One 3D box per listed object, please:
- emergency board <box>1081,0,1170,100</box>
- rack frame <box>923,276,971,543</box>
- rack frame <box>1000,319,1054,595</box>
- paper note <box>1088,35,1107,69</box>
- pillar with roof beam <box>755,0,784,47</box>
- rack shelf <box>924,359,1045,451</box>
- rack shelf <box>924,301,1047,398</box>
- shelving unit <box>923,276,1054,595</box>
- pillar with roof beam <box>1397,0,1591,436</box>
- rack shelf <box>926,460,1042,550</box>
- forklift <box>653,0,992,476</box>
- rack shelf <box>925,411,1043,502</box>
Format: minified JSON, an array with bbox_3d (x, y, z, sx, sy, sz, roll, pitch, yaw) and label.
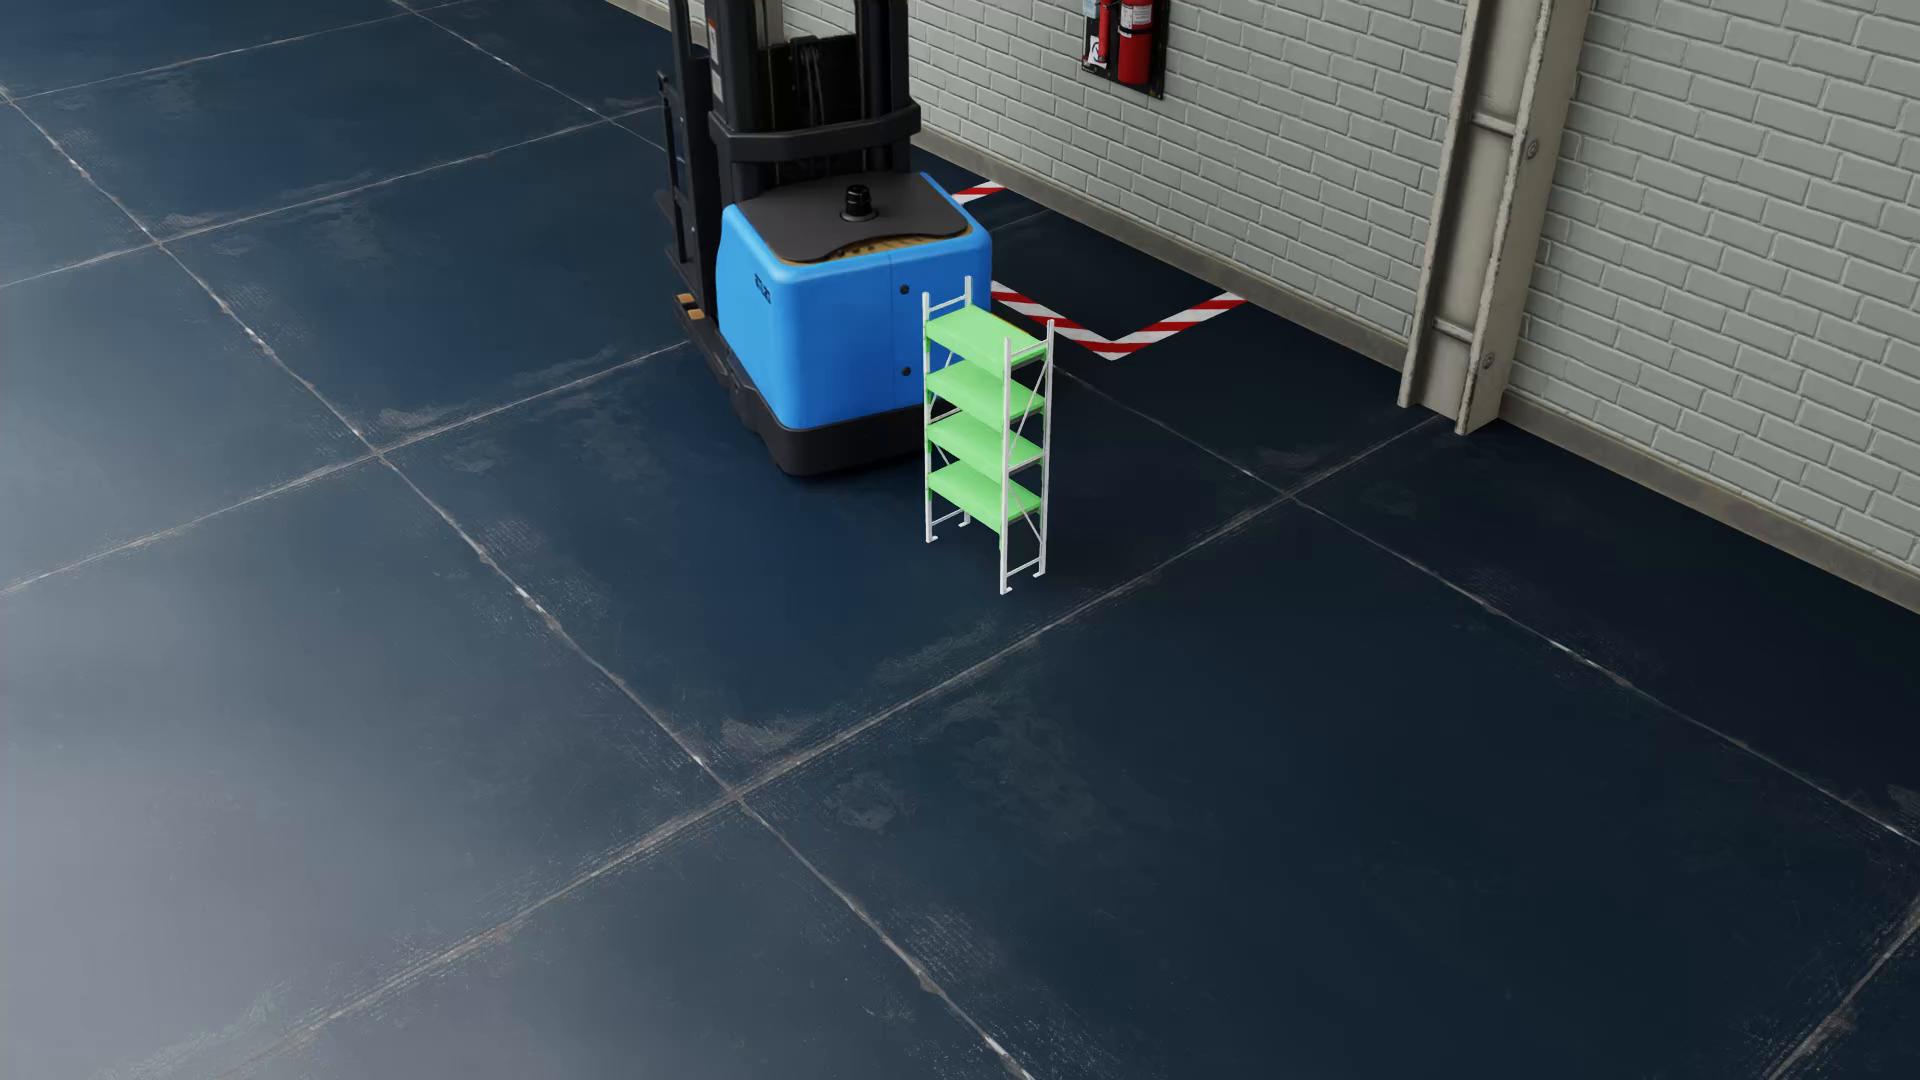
[{"bbox_3d":[0.831,-2.971,8.849,0.194,1.169,0.643,-26,43,-32],"label":"emergency board"},{"bbox_3d":[-0.051,-0.524,6.952,0.240,1.200,0.015,-26,43,-32],"label":"rack frame"},{"bbox_3d":[0.264,-0.309,6.648,0.240,1.200,0.015,-26,43,-32],"label":"rack frame"},{"bbox_3d":[0.769,-2.715,9.250,0.016,0.148,0.142,-26,43,-32],"label":"paper note"},{"bbox_3d":[-4.764,-5.357,7.028,9.100,9.000,0.400,-26,43,-32],"label":"pillar with roof beam"},{"bbox_3d":[0.107,-0.560,6.698,0.258,0.148,0.480,-26,43,-32],"label":"rack shelf"},{"bbox_3d":[0.107,-0.756,6.560,0.258,0.148,0.480,-26,43,-32],"label":"rack shelf"},{"bbox_3d":[0.107,-0.417,6.800,0.258,1.200,0.503,-26,43,-32],"label":"shelving unit"},{"bbox_3d":[-0.892,-2.708,3.287,9.100,9.000,0.400,-26,43,-32],"label":"pillar with roof beam"},{"bbox_3d":[0.107,-0.169,6.976,0.258,0.148,0.480,-26,43,-32],"label":"rack shelf"},{"bbox_3d":[-0.890,-2.331,8.005,1.130,2.935,3.031,-14,38,-19],"label":"forklift"},{"bbox_3d":[0.107,-0.364,6.837,0.258,0.148,0.480,-26,43,-32],"label":"rack shelf"}]
